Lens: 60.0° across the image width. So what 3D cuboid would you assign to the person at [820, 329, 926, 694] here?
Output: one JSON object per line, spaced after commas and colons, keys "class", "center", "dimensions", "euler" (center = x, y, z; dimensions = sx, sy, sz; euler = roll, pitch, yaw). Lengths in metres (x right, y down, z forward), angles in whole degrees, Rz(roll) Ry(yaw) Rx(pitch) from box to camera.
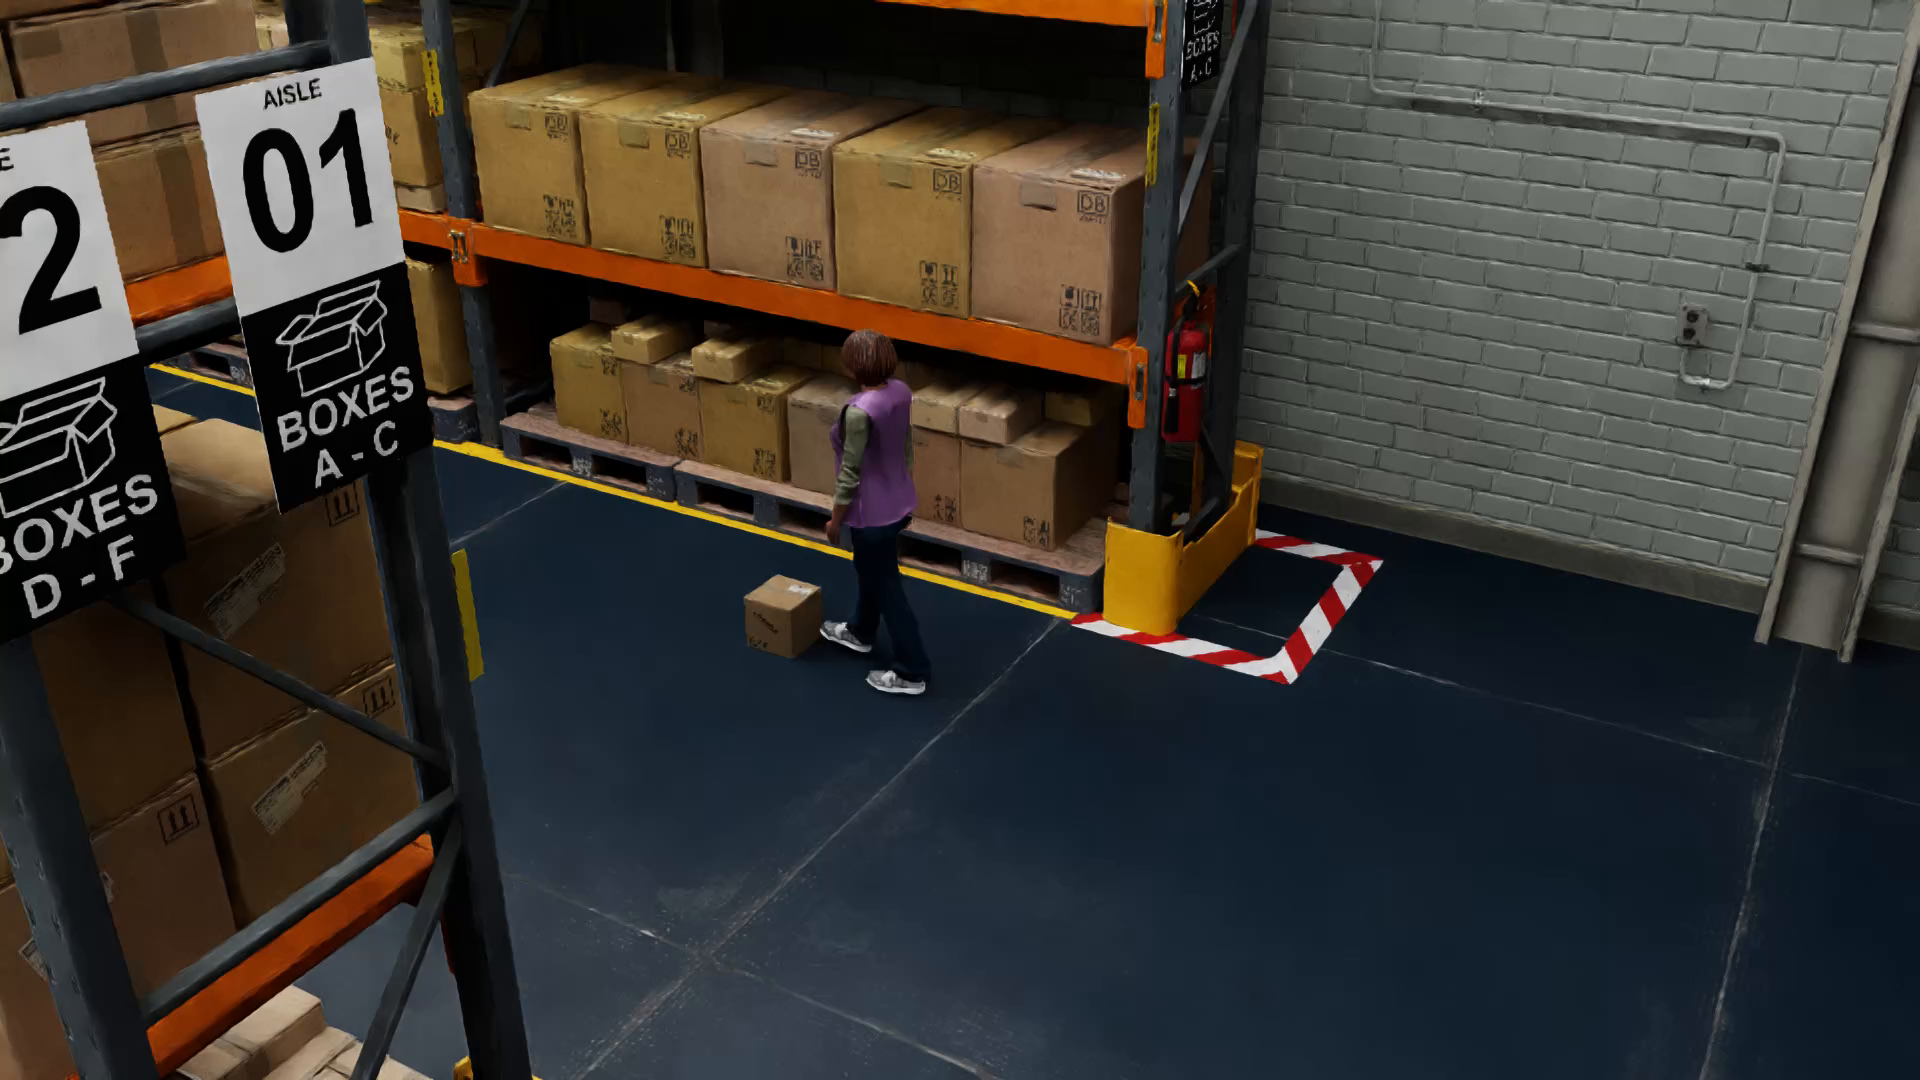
{"class": "person", "center": [-0.412, -0.128, 6.878], "dimensions": [0.635, 1.576, 0.429], "euler": [12, 29, 23]}
